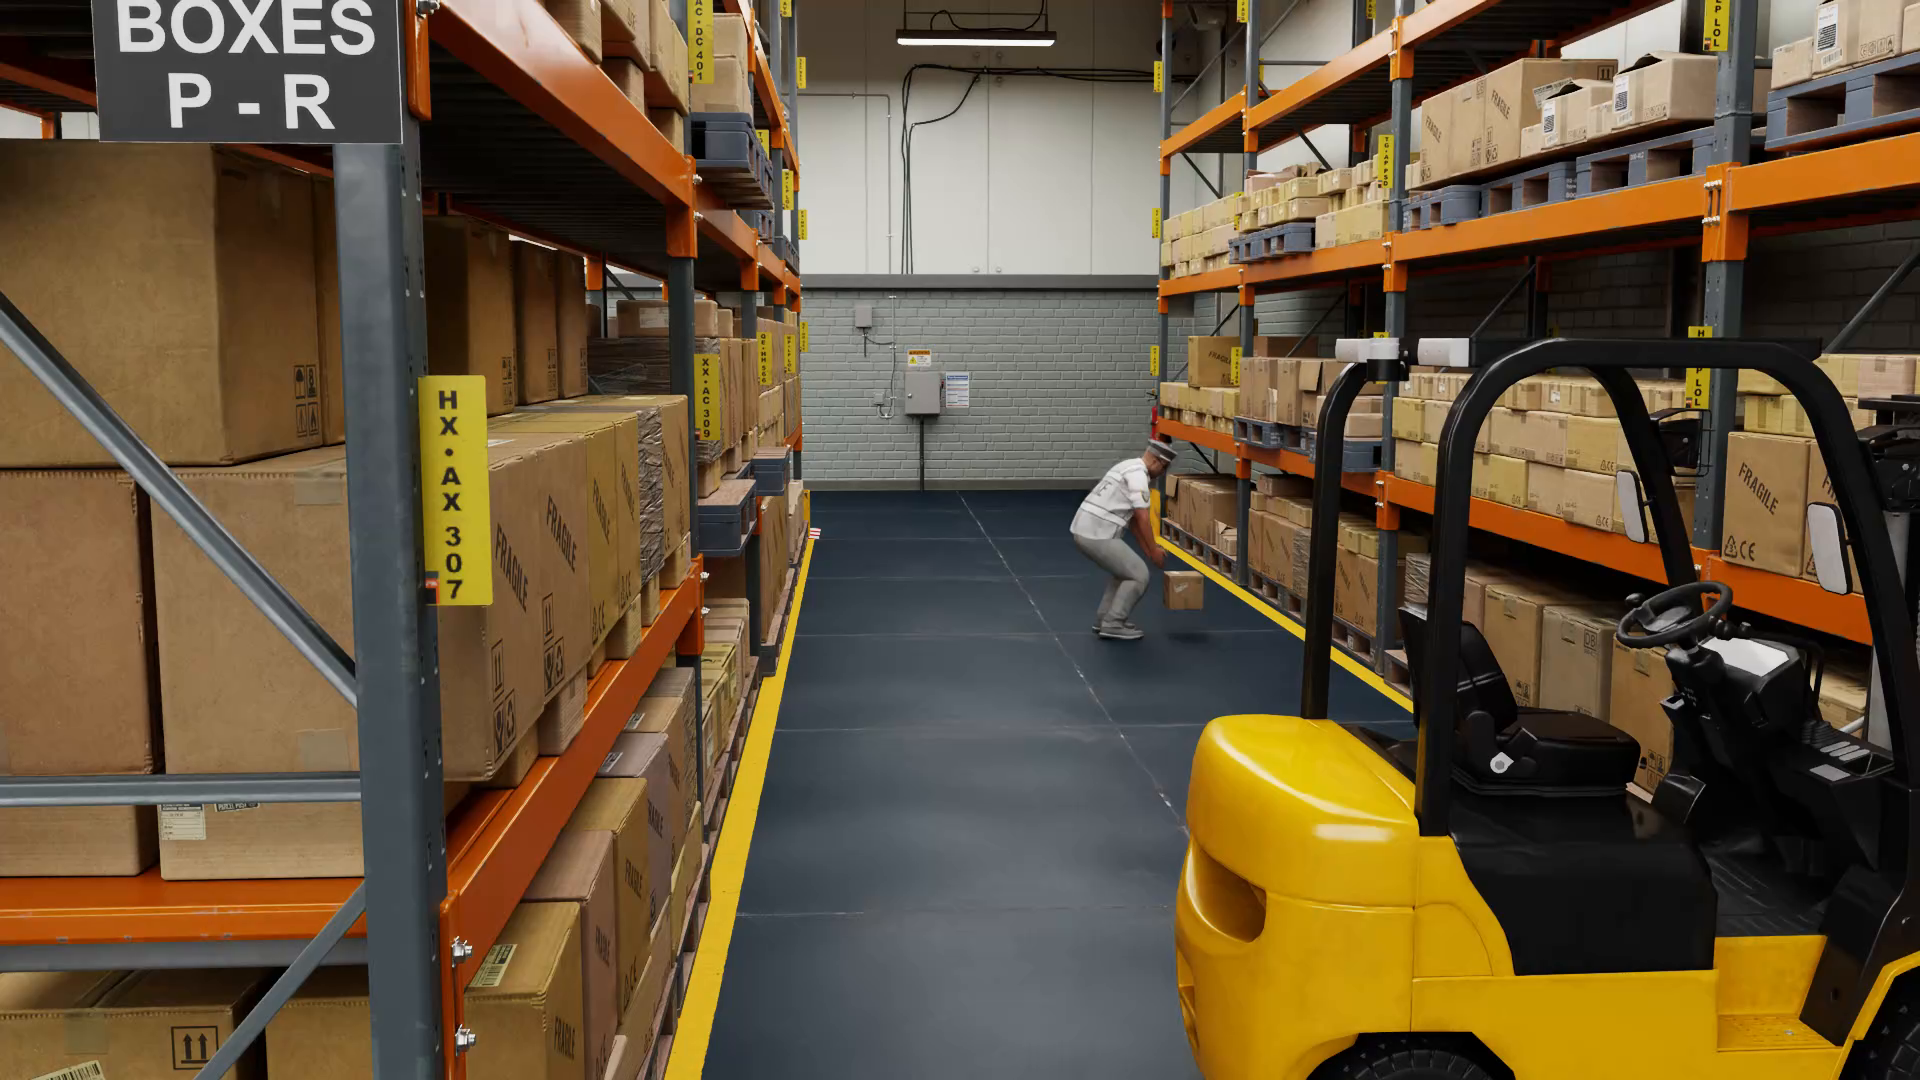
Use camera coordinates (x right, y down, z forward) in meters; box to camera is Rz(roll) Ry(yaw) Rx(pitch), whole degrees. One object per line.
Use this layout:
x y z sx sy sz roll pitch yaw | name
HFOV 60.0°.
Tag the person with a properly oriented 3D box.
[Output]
1.203 -0.017 12.206 0.790 1.440 0.590 0 7 -4 | person
